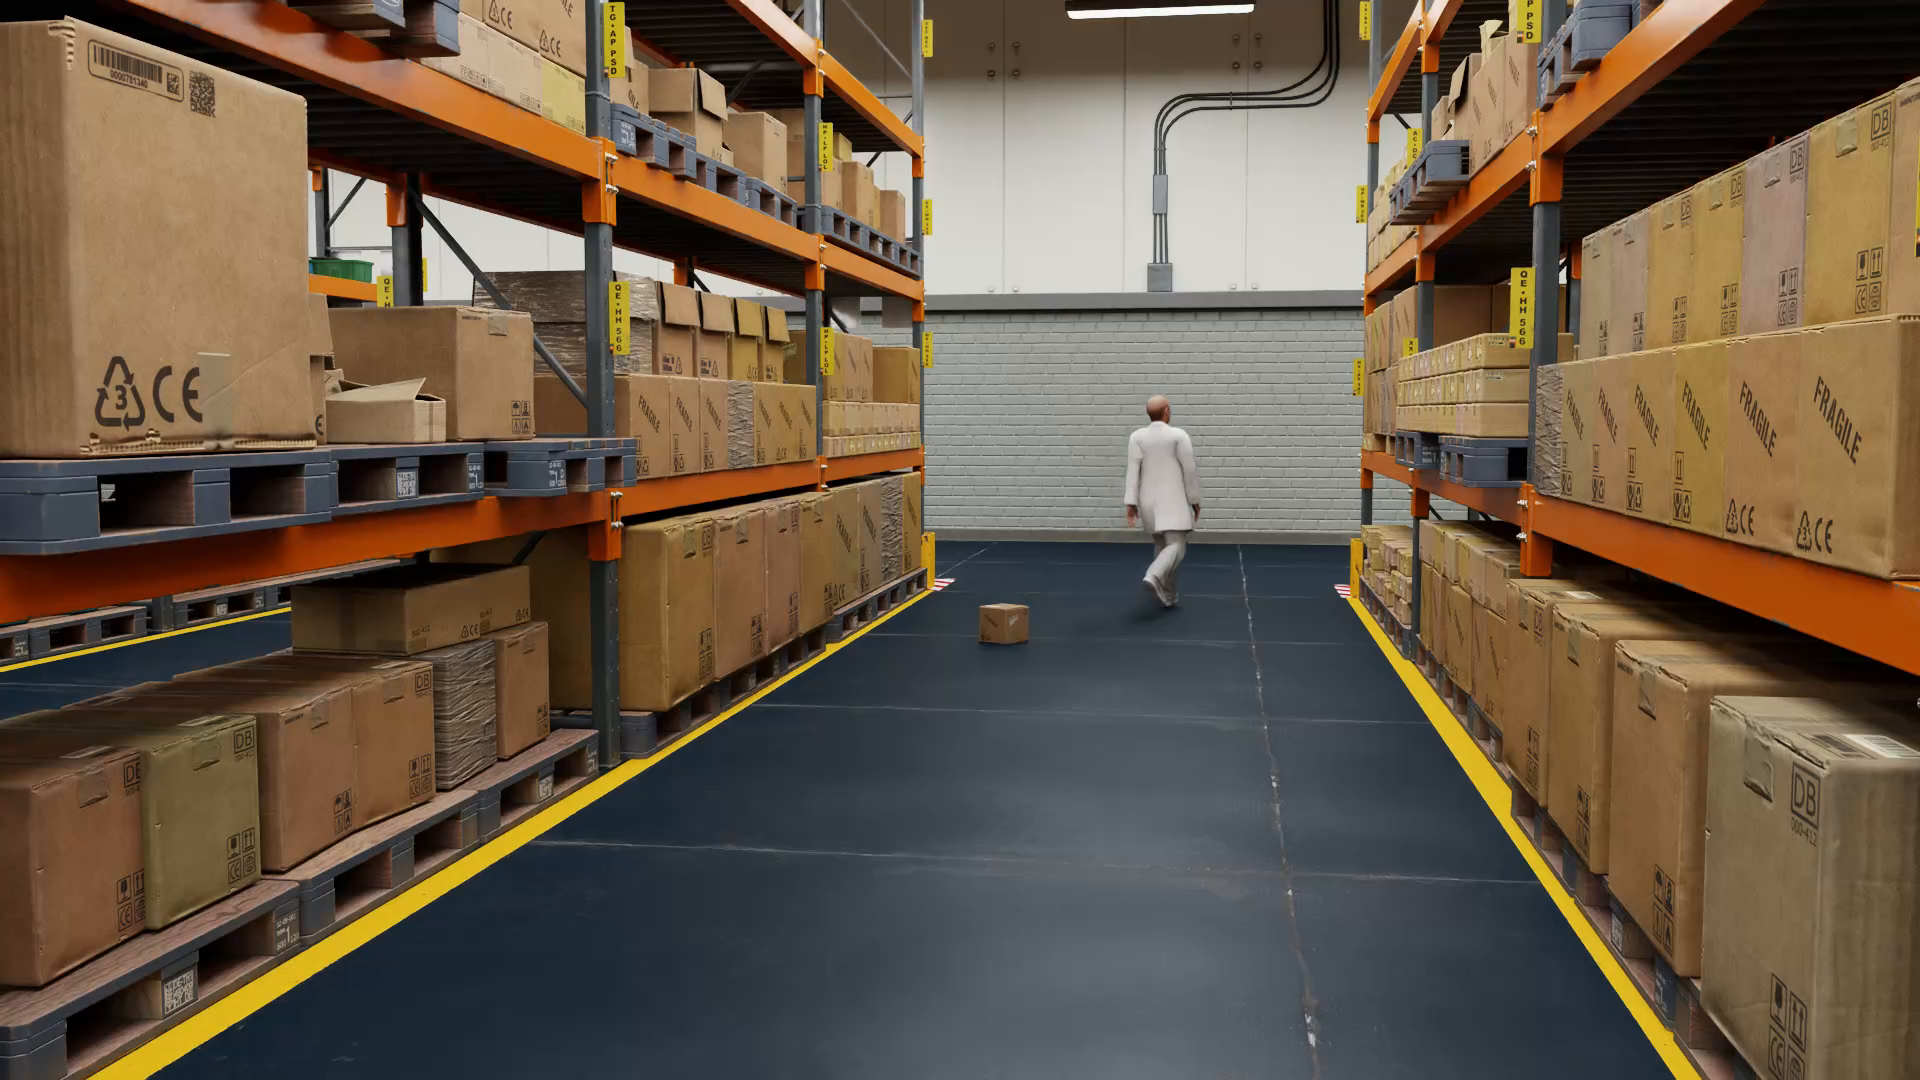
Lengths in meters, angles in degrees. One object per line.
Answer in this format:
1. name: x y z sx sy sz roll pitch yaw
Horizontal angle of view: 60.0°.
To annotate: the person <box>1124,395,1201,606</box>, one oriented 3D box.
1. person: 1.653 -0.307 13.574 0.606 1.741 0.989 3 5 33
